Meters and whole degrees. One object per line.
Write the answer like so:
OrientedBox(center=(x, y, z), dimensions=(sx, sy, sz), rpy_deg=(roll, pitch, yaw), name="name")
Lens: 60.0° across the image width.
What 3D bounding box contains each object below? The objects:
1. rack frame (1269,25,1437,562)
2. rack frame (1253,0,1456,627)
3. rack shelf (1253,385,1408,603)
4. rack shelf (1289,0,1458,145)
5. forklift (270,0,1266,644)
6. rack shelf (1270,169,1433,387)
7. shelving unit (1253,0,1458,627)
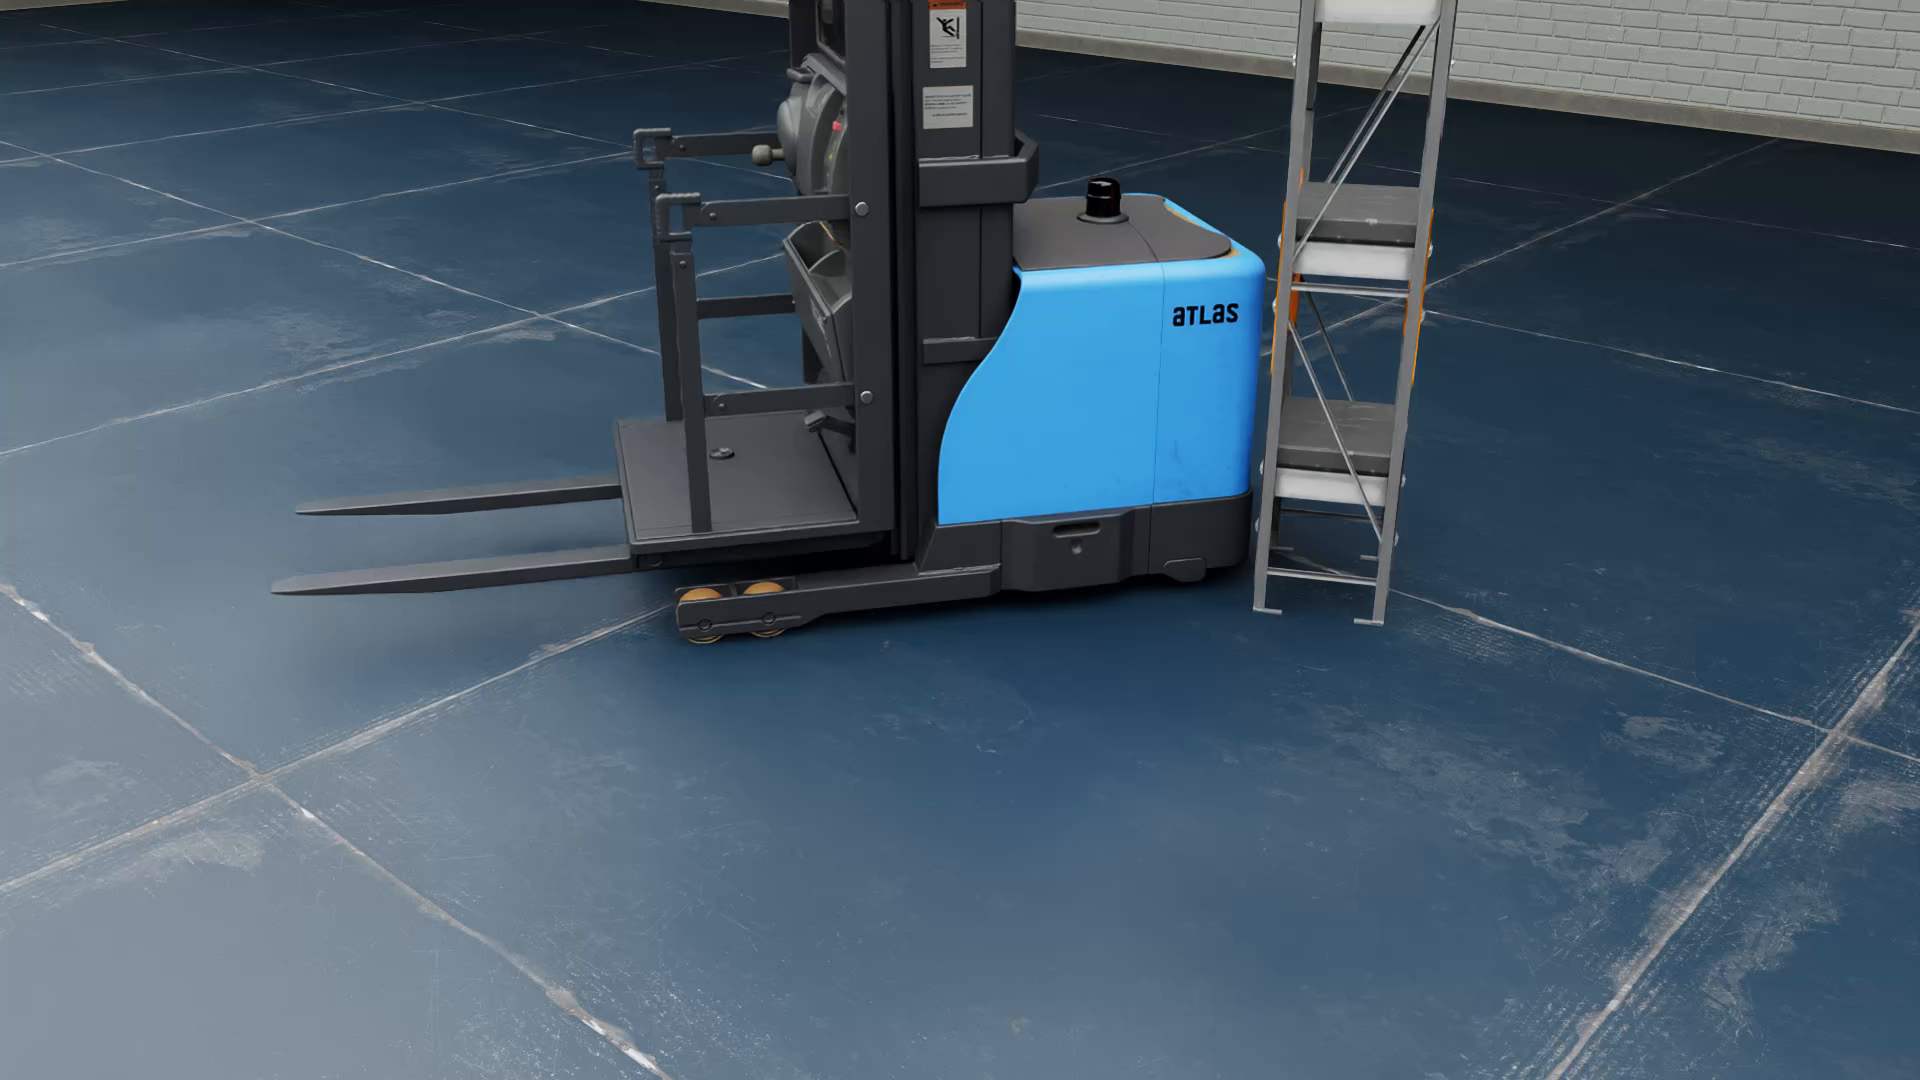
OrientedBox(center=(1.242, -0.906, 5.204), dimensions=(0.400, 2.100, 0.015), rpy_deg=(6, 25, 13), name="rack frame")
OrientedBox(center=(1.119, -0.713, 4.773), dimensions=(0.400, 2.100, 0.015), rpy_deg=(6, 25, 13), name="rack frame")
OrientedBox(center=(1.180, -0.158, 5.281), dimensions=(0.431, 0.518, 0.480), rpy_deg=(6, 25, 13), name="rack shelf")
OrientedBox(center=(1.180, -1.436, 4.708), dimensions=(0.431, 0.518, 0.480), rpy_deg=(6, 25, 13), name="rack shelf")
OrientedBox(center=(-0.625, -1.259, 4.976), dimensions=(3.031, 2.935, 1.130), rpy_deg=(-6, 25, -12), name="forklift")
OrientedBox(center=(1.180, -0.797, 4.994), dimensions=(0.431, 0.518, 0.480), rpy_deg=(6, 25, 13), name="rack shelf")
OrientedBox(center=(1.180, -0.809, 4.989), dimensions=(0.431, 2.100, 0.503), rpy_deg=(6, 25, 13), name="shelving unit")
